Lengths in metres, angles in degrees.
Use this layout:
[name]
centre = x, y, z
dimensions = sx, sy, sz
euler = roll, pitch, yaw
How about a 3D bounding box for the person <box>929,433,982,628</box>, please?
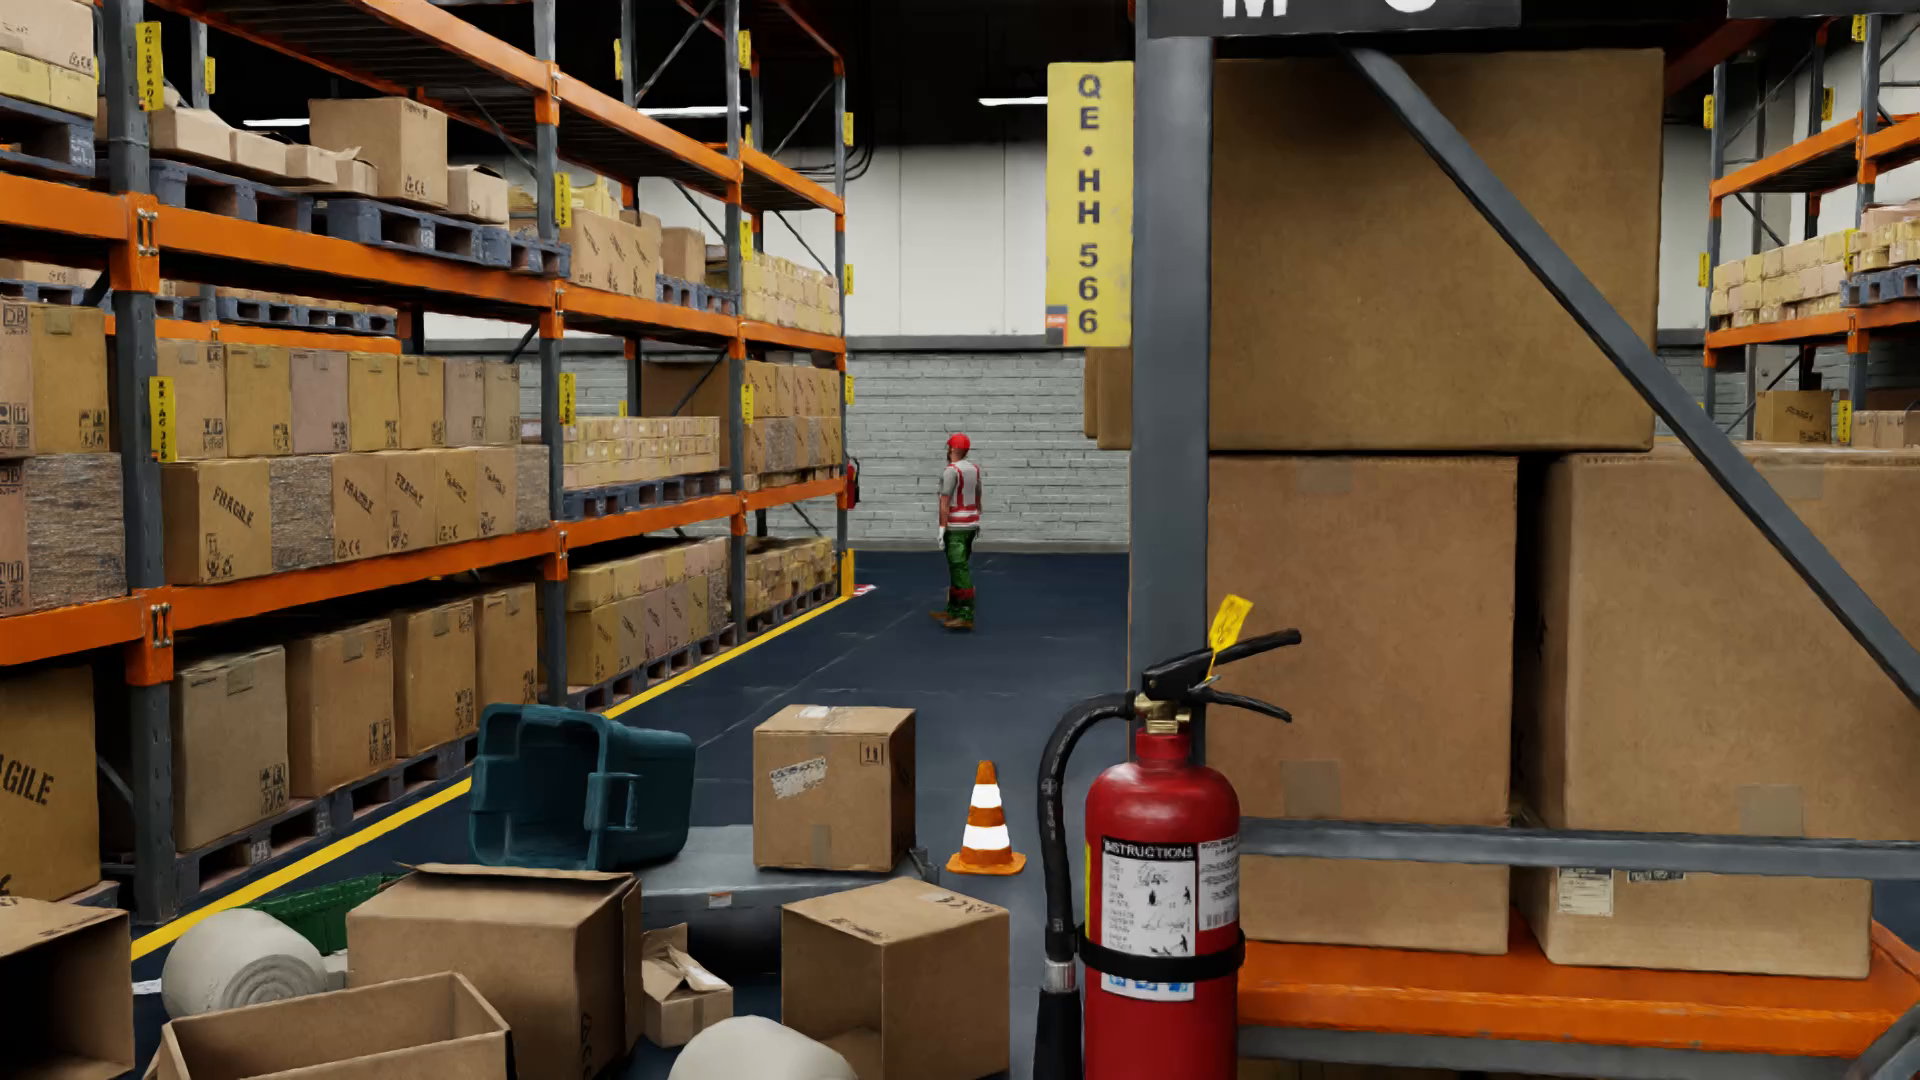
[person]
centre = -0.072, -0.106, 15.489
dimensions = 0.607, 1.785, 0.757
euler = 2, 5, 29
